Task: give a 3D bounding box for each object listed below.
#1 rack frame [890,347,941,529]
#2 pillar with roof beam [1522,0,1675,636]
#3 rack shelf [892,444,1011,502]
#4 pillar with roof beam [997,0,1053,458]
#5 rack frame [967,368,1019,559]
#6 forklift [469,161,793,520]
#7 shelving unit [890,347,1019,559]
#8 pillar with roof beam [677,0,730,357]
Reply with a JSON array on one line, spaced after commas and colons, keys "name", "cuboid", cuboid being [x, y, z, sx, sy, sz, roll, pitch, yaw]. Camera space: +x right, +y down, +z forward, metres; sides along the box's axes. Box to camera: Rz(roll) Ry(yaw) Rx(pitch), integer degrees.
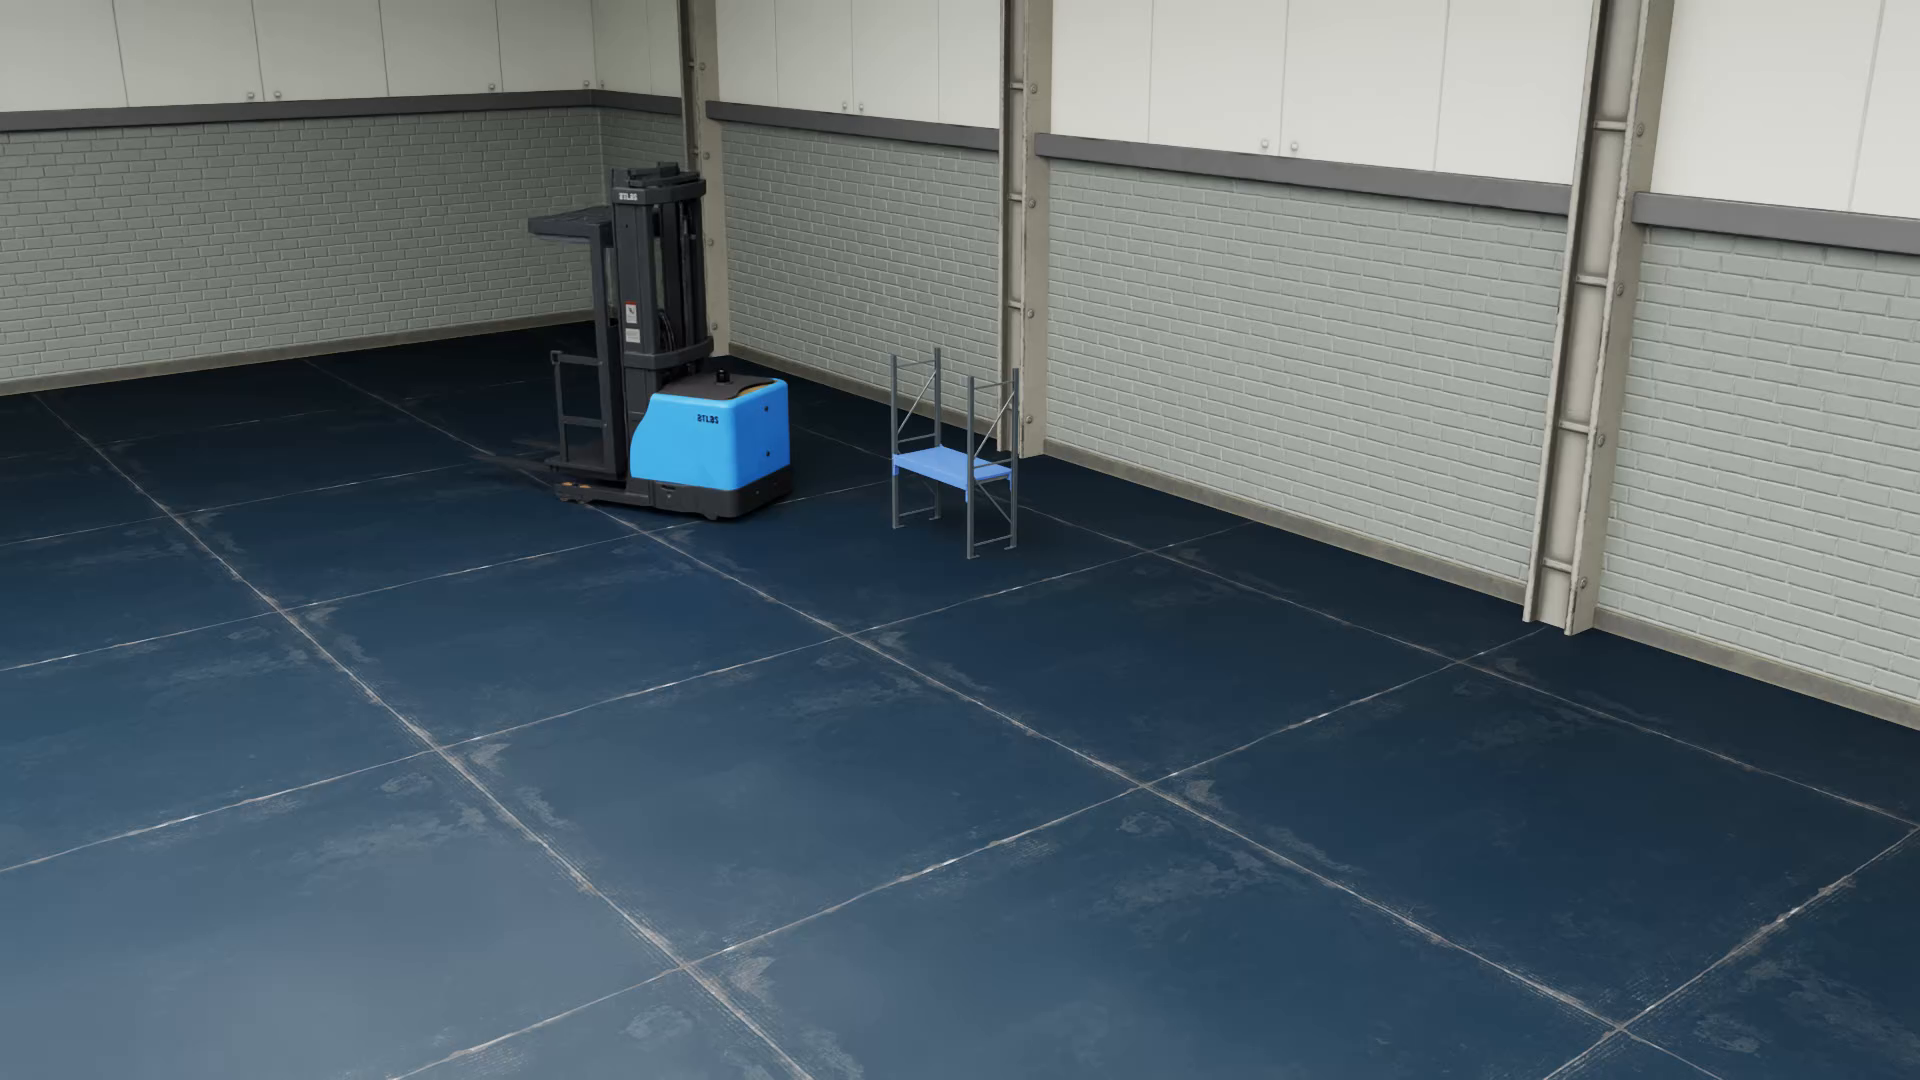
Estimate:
[{"name": "rack frame", "cuboid": [-0.369, -0.858, 14.068, 0.500, 1.500, 0.032, -14, 23, -36]}, {"name": "pillar with roof beam", "cuboid": [0.958, -2.829, 8.092, 9.100, 9.000, 0.400, -14, 23, -36]}, {"name": "rack shelf", "cuboid": [-0.053, -0.562, 13.747, 0.538, 0.185, 1.000, -14, 23, -36]}, {"name": "pillar with roof beam", "cuboid": [-2.767, -4.308, 12.557, 9.100, 9.000, 0.400, -14, 23, -36]}, {"name": "rack frame", "cuboid": [0.263, -0.608, 13.312, 0.500, 1.500, 0.032, -14, 23, -36]}, {"name": "forklift", "cuboid": [-3.070, -1.854, 14.800, 3.031, 2.935, 1.130, 8, 20, 24]}, {"name": "shelving unit", "cuboid": [-0.053, -0.733, 13.690, 0.538, 1.500, 1.048, -14, 23, -36]}, {"name": "pillar with roof beam", "cuboid": [-6.493, -5.786, 17.022, 9.100, 9.000, 0.400, -14, 23, -36]}]
